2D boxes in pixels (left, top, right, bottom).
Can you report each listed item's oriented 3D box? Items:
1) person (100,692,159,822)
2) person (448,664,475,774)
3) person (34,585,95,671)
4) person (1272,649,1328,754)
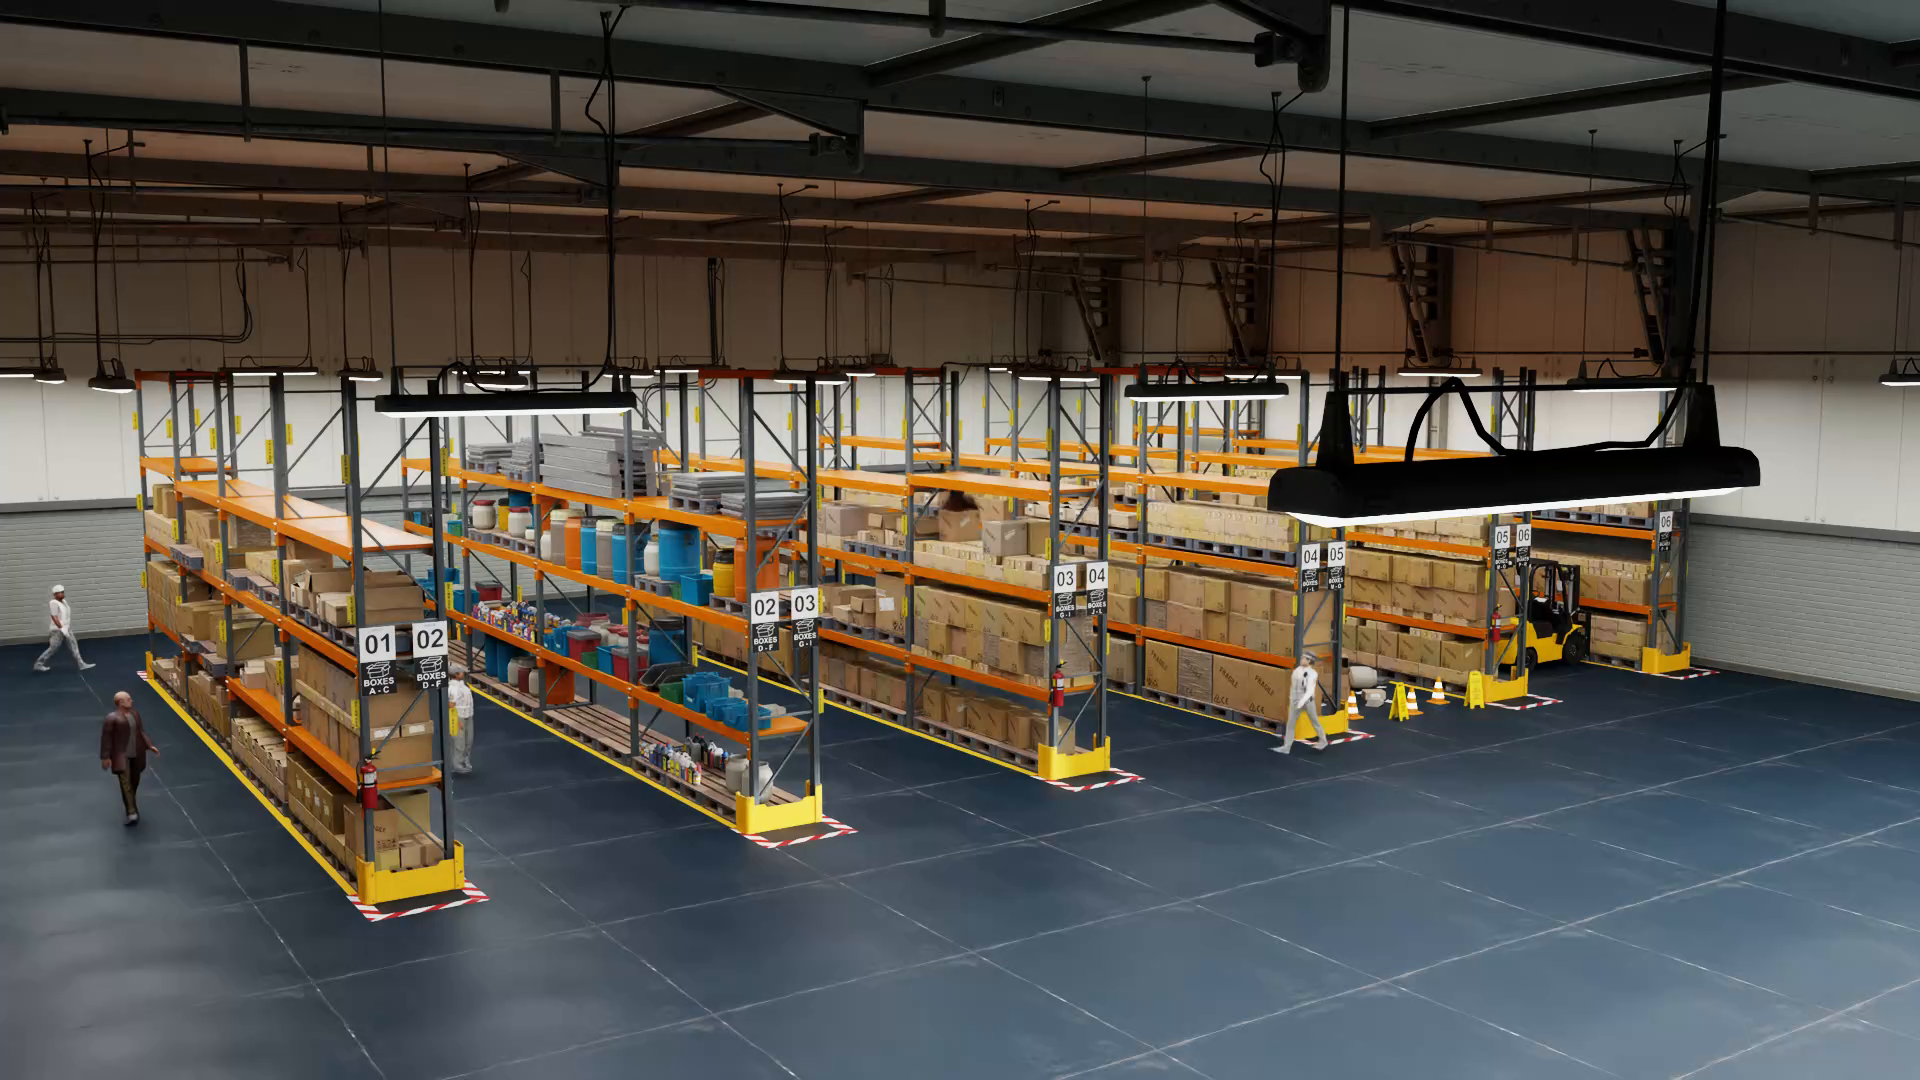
[{"bbox_3d":[-11.289,2.913,22.601,0.733,1.727,1.101,-6,9,-42],"label":"person"},{"bbox_3d":[-7.554,2.701,25.145,0.400,1.697,0.569,2,7,16],"label":"person"},{"bbox_3d":[-17.777,1.760,32.943,1.061,1.746,0.660,-2,7,-14],"label":"person"},{"bbox_3d":[5.383,2.545,26.298,1.015,1.626,0.565,-5,8,-37],"label":"person"}]
